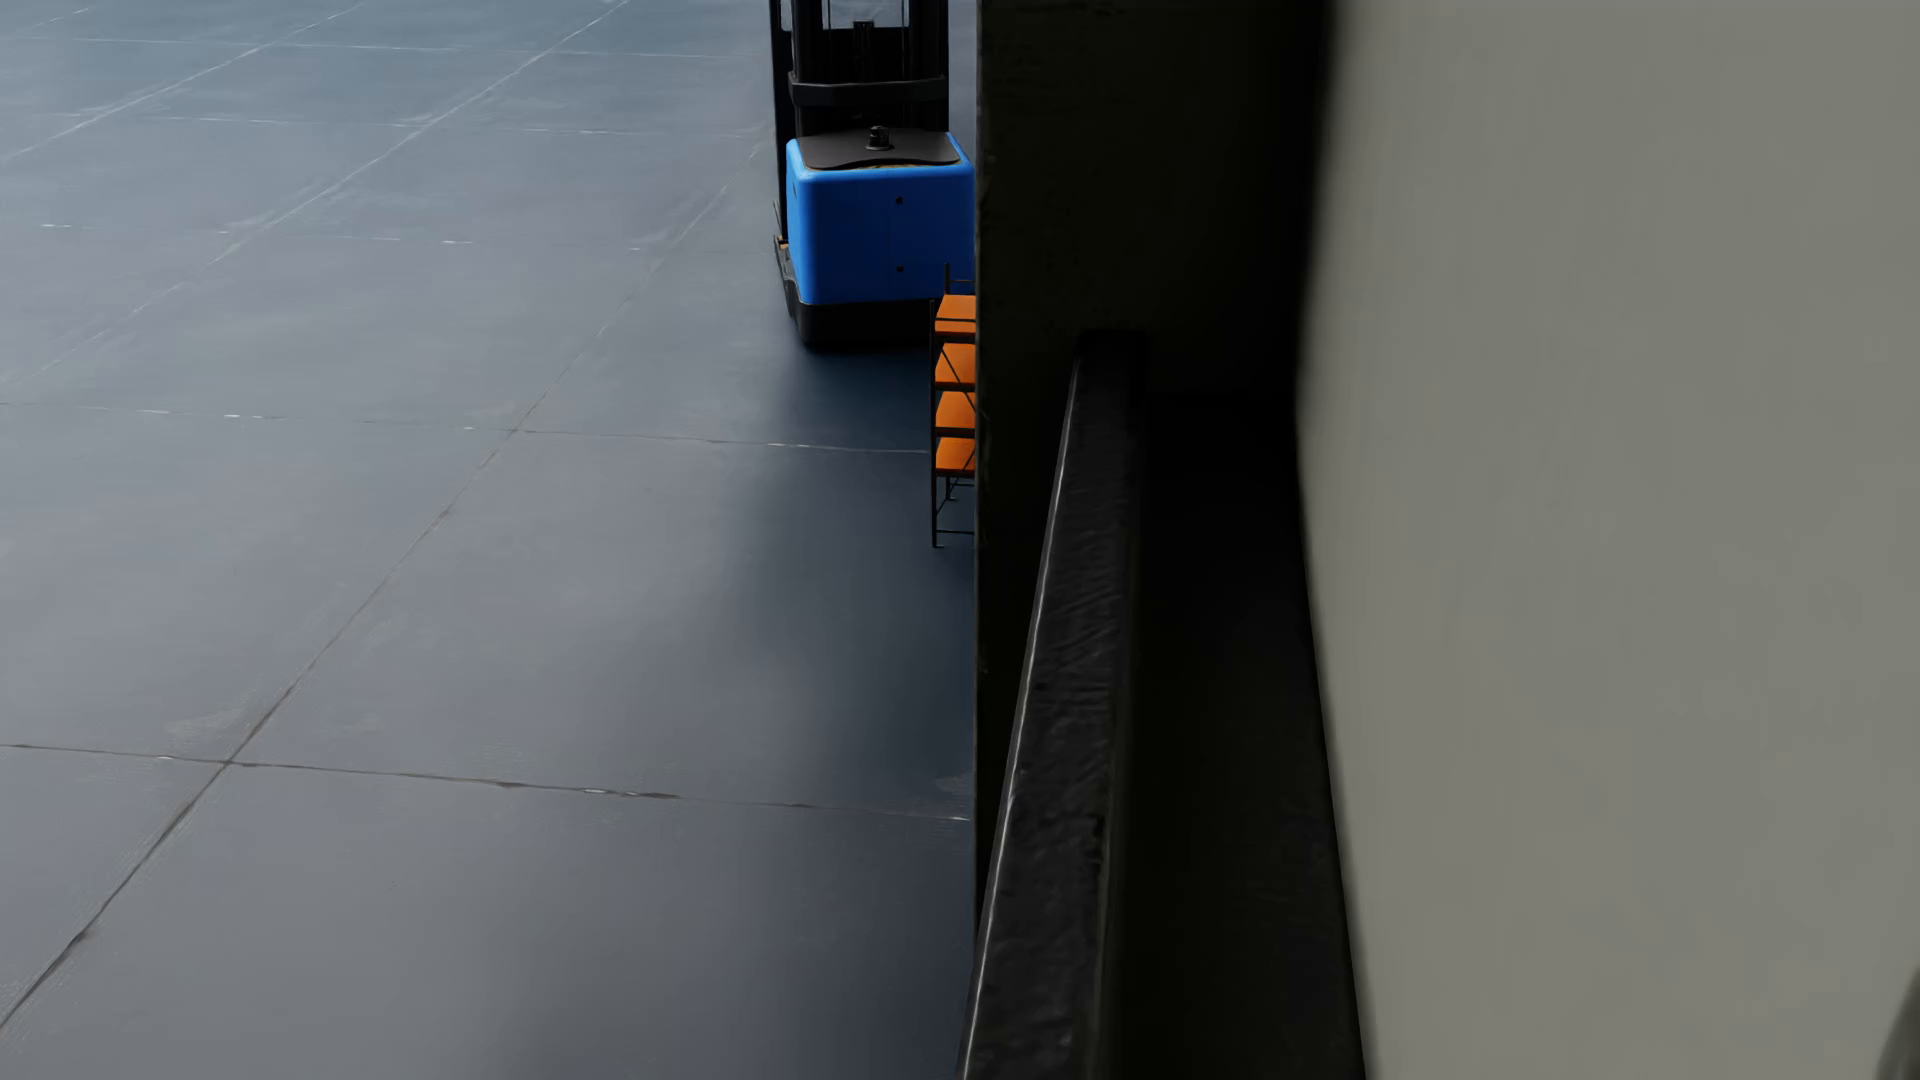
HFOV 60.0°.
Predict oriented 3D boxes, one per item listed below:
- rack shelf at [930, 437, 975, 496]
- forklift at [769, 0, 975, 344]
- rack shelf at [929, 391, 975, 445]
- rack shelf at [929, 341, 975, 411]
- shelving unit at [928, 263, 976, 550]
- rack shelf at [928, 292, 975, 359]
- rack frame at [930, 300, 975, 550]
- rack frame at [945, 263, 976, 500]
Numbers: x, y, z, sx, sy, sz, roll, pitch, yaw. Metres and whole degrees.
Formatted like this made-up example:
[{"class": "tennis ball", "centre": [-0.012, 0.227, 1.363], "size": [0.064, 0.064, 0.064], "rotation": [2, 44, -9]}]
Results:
[{"class": "rack shelf", "centre": [0.020, -0.372, 7.736], "size": [0.258, 0.148, 0.480], "rotation": [3, 28, 6]}, {"class": "forklift", "centre": [-0.655, -3.117, 10.445], "size": [1.130, 2.935, 3.031], "rotation": [-5, 29, -8]}, {"class": "rack shelf", "centre": [0.020, -0.547, 7.642], "size": [0.258, 0.148, 0.480], "rotation": [3, 28, 6]}, {"class": "rack shelf", "centre": [0.020, -0.744, 7.536], "size": [0.258, 0.148, 0.480], "rotation": [3, 28, 6]}, {"class": "shelving unit", "centre": [0.020, -0.606, 7.610], "size": [0.258, 1.200, 0.503], "rotation": [3, 28, 6]}, {"class": "rack shelf", "centre": [0.020, -0.952, 7.424], "size": [0.258, 0.148, 0.480], "rotation": [3, 28, 6]}, {"class": "rack frame", "centre": [-0.010, -0.491, 7.397], "size": [0.240, 1.200, 0.015], "rotation": [3, 28, 6]}, {"class": "rack frame", "centre": [0.050, -0.721, 7.823], "size": [0.240, 1.200, 0.015], "rotation": [3, 28, 6]}]
